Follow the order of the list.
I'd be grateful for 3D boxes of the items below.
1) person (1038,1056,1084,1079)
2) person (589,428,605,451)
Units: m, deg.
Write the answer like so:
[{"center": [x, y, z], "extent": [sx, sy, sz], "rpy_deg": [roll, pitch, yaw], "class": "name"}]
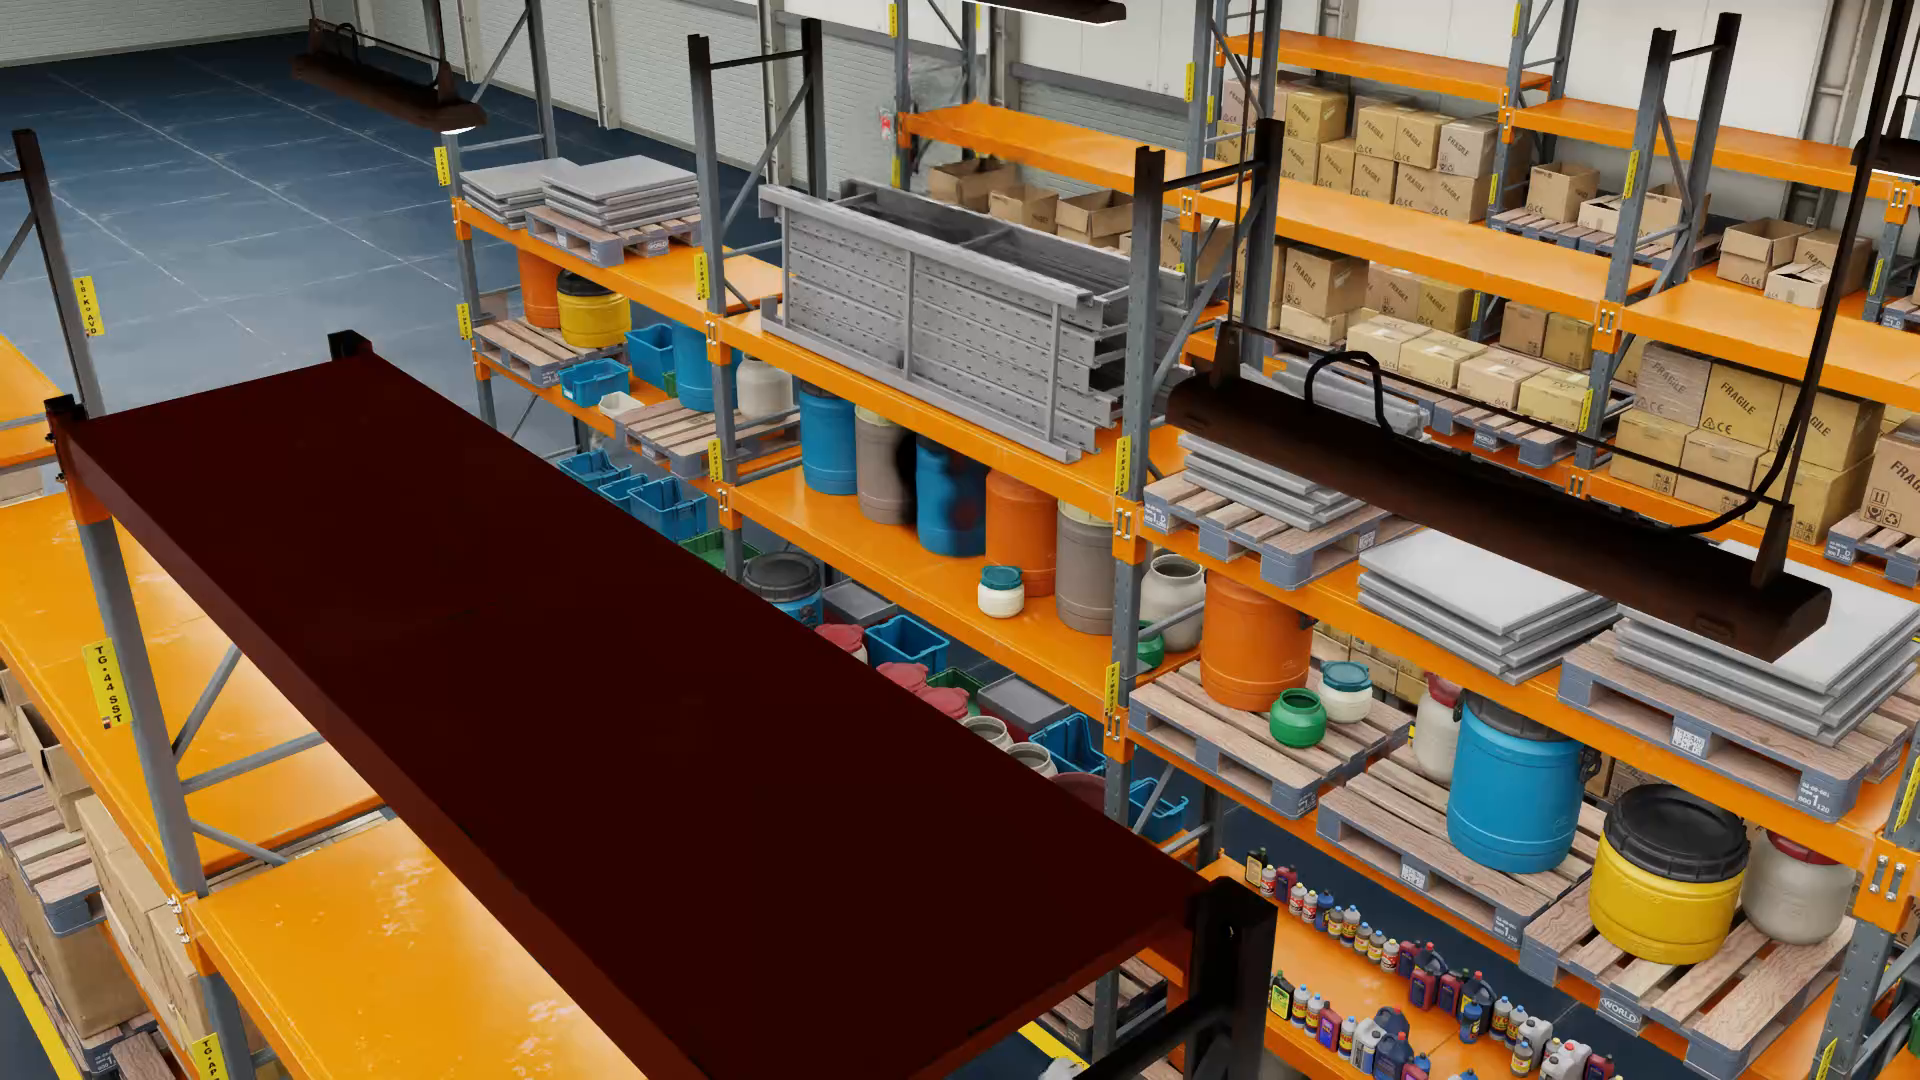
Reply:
[{"center": [0.488, 3.401, 8.602], "extent": [0.608, 1.809, 0.656], "rpy_deg": [22, 34, 36], "class": "person"}, {"center": [-4.026, -1.815, 19.269], "extent": [0.934, 1.711, 0.625], "rpy_deg": [-6, 28, -12], "class": "person"}]
